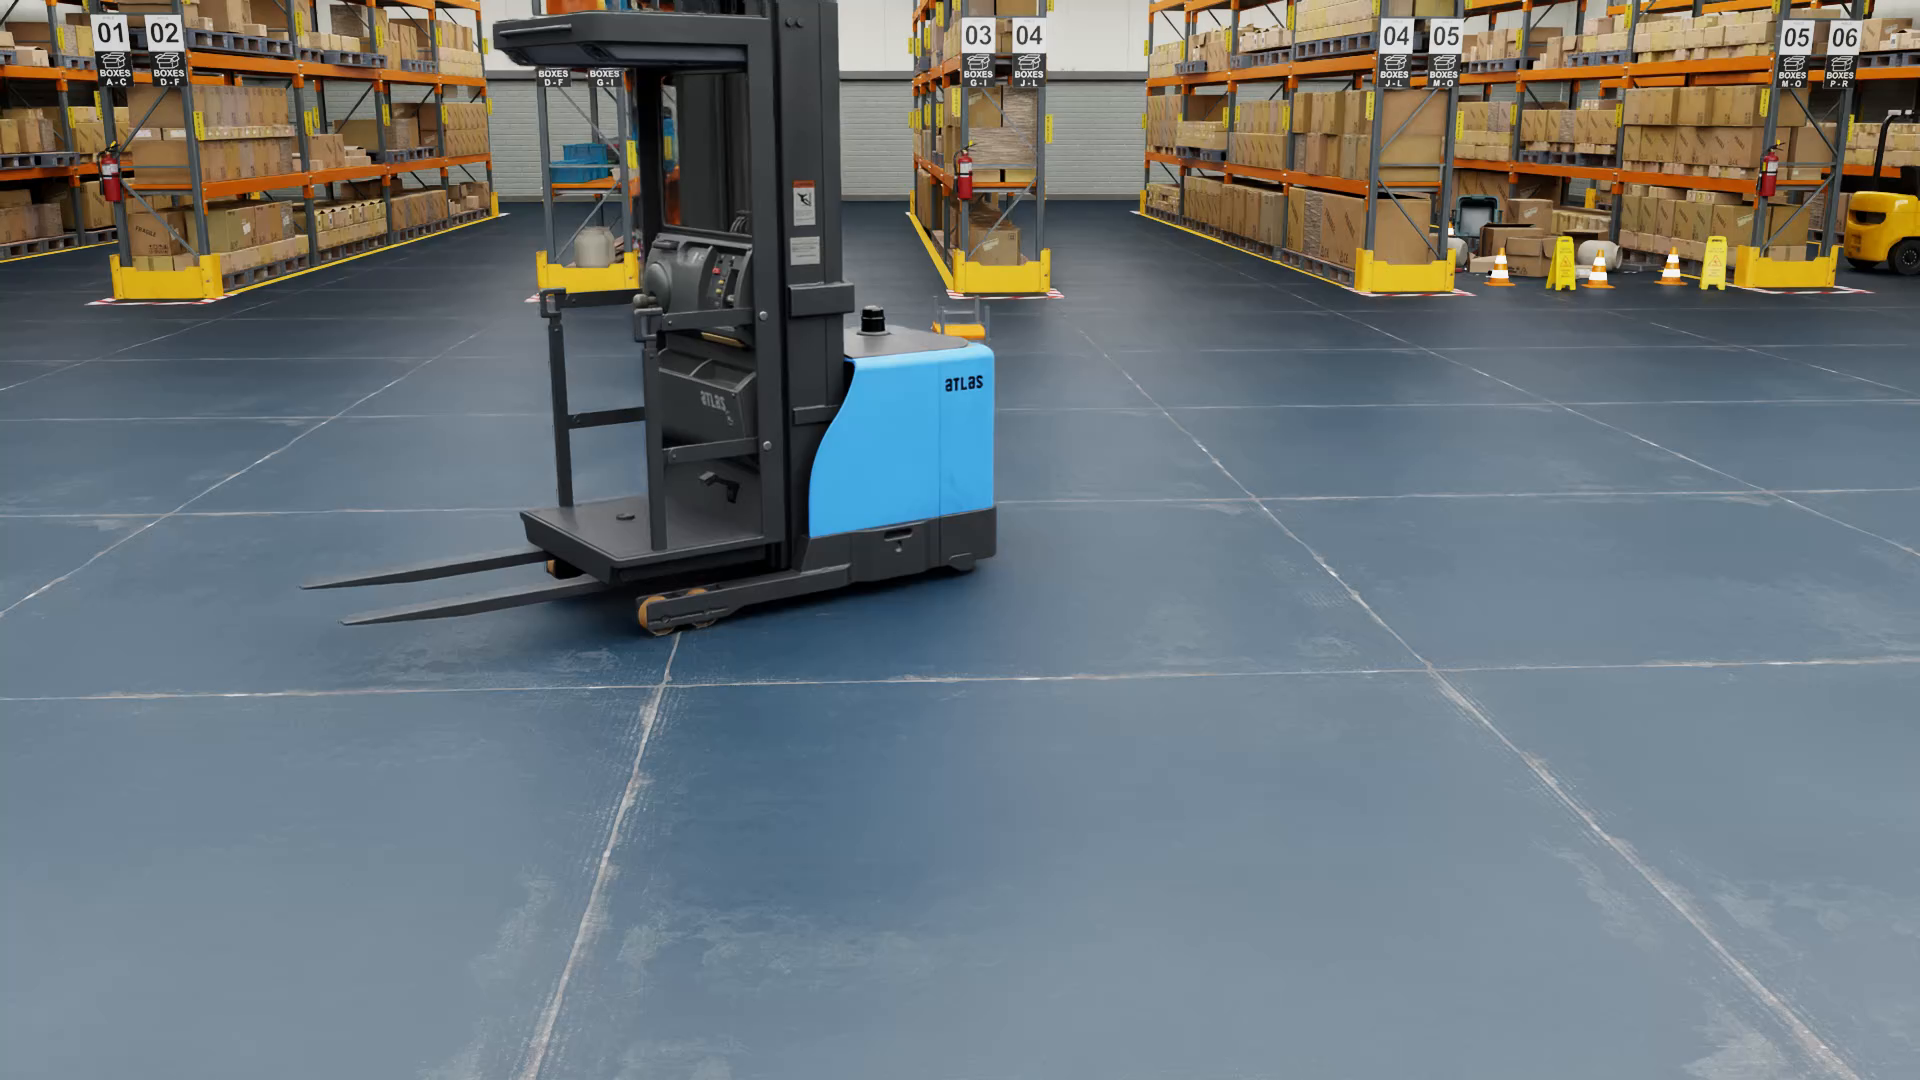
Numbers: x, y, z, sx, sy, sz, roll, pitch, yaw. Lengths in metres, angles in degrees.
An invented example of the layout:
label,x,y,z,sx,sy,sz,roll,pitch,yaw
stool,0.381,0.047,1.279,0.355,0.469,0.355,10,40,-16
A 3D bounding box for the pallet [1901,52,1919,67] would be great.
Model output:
label,x,y,z,sx,sy,sz,roll,pitch,yaw
pallet,15.042,-7.295,25.223,0.805,0.209,1.217,-1,15,-6

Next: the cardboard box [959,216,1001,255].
label,x,y,z,sx,sy,sz,roll,pitch,yaw
cardboard box,0.293,-4.235,23.142,0.500,0.500,0.500,4,15,14

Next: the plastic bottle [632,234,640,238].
label,x,y,z,sx,sy,sz,roll,pitch,yaw
plastic bottle,-4.485,-4.091,22.988,0.152,0.276,0.135,-1,14,-3

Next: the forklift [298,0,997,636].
label,x,y,z,sx,sy,sz,roll,pitch,yaw
forklift,-1.323,-1.168,7.183,3.031,2.935,1.130,-10,18,-34

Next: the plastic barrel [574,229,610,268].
label,x,y,z,sx,sy,sz,roll,pitch,yaw
plastic barrel,-4.548,-3.575,20.550,0.421,0.512,0.421,0,14,0

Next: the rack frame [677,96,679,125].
label,x,y,z,sx,sy,sz,roll,pitch,yaw
rack frame,-5.422,-8.393,35.127,1.000,3.000,0.127,-1,14,-3

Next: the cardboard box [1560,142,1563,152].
label,x,y,z,sx,sy,sz,roll,pitch,yaw
cardboard box,9.843,-6.294,26.631,0.380,0.149,0.250,0,14,-1

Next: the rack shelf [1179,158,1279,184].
label,x,y,z,sx,sy,sz,roll,pitch,yaw
rack shelf,4.850,-6.680,29.914,1.077,0.370,4.000,-1,14,-3

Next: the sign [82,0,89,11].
label,x,y,z,sx,sy,sz,roll,pitch,yaw
sign,-9.917,-6.176,18.874,0.100,0.325,0.005,-1,14,-3

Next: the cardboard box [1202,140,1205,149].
label,x,y,z,sx,sy,sz,roll,pitch,yaw
cardboard box,4.443,-6.916,29.049,0.380,0.149,0.250,-1,14,-4

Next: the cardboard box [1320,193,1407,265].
label,x,y,z,sx,sy,sz,roll,pitch,yaw
cardboard box,5.305,-4.102,21.872,0.875,0.875,0.875,-1,14,-4

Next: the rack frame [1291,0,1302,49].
label,x,y,z,sx,sy,sz,roll,pitch,yaw
rack frame,5.222,-8.442,23.277,1.000,3.000,0.127,-1,14,-3

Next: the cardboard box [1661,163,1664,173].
label,x,y,z,sx,sy,sz,roll,pitch,yaw
cardboard box,9.998,-5.178,23.134,0.380,0.149,0.250,-1,14,-4

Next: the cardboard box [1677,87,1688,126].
label,x,y,z,sx,sy,sz,roll,pitch,yaw
cardboard box,10.104,-5.821,22.326,0.700,0.500,0.500,-1,14,-4

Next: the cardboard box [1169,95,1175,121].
label,x,y,z,sx,sy,sz,roll,pitch,yaw
cardboard box,4.390,-8.444,32.521,0.500,0.500,0.500,-1,14,-5

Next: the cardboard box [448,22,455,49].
label,x,y,z,sx,sy,sz,roll,pitch,yaw
cardboard box,-10.113,-9.679,31.898,0.700,0.500,0.500,-1,14,-3

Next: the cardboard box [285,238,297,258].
label,x,y,z,sx,sy,sz,roll,pitch,yaw
cardboard box,-9.354,-3.968,22.605,0.500,0.250,0.500,-1,14,-3

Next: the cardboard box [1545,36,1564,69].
label,x,y,z,sx,sy,sz,roll,pitch,yaw
cardboard box,9.957,-7.898,26.983,0.700,0.500,0.500,-1,14,-3

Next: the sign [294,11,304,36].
label,x,y,z,sx,sy,sz,roll,pitch,yaw
sign,-9.069,-7.083,22.821,0.100,0.325,0.005,-1,14,-3

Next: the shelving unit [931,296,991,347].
label,x,y,z,sx,sy,sz,roll,pitch,yaw
shelving unit,0.001,-0.626,8.550,0.258,1.200,0.503,-1,14,-5

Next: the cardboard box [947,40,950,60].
label,x,y,z,sx,sy,sz,roll,pitch,yaw
cardboard box,0.095,-6.494,22.027,0.500,0.250,0.500,-1,15,-6

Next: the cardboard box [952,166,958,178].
label,x,y,z,sx,sy,sz,roll,pitch,yaw
cardboard box,0.091,-4.808,21.696,0.380,0.149,0.250,-1,14,-3

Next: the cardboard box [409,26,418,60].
label,x,y,z,sx,sy,sz,roll,pitch,yaw
cardboard box,-10.160,-8.949,30.024,0.600,0.600,0.600,-2,15,-9

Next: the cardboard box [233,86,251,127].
label,x,y,z,sx,sy,sz,roll,pitch,yaw
cardboard box,-9.495,-5.525,21.176,0.700,0.500,0.500,-1,14,-3

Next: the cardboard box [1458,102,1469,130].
label,x,y,z,sx,sy,sz,roll,pitch,yaw
cardboard box,9.489,-7.796,30.597,0.500,0.500,0.500,-1,14,-5

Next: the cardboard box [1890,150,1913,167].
label,x,y,z,sx,sy,sz,roll,pitch,yaw
cardboard box,14.781,-5.889,25.696,0.500,0.250,0.500,-1,14,-4

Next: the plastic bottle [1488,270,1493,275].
label,x,y,z,sx,sy,sz,roll,pitch,yaw
plastic bottle,7.214,-3.603,22.409,0.133,0.061,0.283,-6,16,-23

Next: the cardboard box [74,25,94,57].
label,x,y,z,sx,sy,sz,roll,pitch,yaw
cardboard box,-15.008,-8.353,27.868,0.700,0.500,0.500,0,14,-1

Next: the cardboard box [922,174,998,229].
label,x,y,z,sx,sy,sz,roll,pitch,yaw
cardboard box,-0.005,-5.826,28.572,1.225,0.875,0.875,-2,15,-6

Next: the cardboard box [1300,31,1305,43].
label,x,y,z,sx,sy,sz,roll,pitch,yaw
cardboard box,4.923,-6.959,22.995,0.380,0.149,0.250,-1,14,-3

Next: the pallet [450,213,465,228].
label,x,y,z,sx,sy,sz,roll,pitch,yaw
pallet,-10.160,-6.143,31.978,1.003,0.211,1.213,-1,14,-3

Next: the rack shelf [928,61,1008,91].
label,x,y,z,sx,sy,sz,roll,pitch,yaw
rack shelf,0.141,-7.087,25.474,1.077,0.370,4.000,-1,14,-3

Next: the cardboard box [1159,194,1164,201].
label,x,y,z,sx,sy,sz,roll,pitch,yaw
cardboard box,4.338,-7.095,34.363,0.380,0.149,0.250,-2,15,-6

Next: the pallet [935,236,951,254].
label,x,y,z,sx,sy,sz,roll,pitch,yaw
pallet,0.137,-4.632,26.107,1.003,0.211,1.213,-1,14,-3

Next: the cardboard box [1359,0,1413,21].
label,x,y,z,sx,sy,sz,roll,pitch,yaw
cardboard box,5.160,-6.435,20.158,0.500,0.250,0.500,-1,14,-3

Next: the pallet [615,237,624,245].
label,x,y,z,sx,sy,sz,roll,pitch,yaw
pallet,-4.844,-4.557,25.814,1.003,0.211,1.213,-1,14,-3

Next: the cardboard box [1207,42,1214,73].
label,x,y,z,sx,sy,sz,roll,pitch,yaw
cardboard box,4.614,-8.419,29.008,0.500,0.500,0.500,-1,14,-3

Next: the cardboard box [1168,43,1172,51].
label,x,y,z,sx,sy,sz,roll,pitch,yaw
cardboard box,4.328,-9.736,32.825,0.380,0.149,0.250,-1,14,-4

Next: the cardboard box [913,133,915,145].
label,x,y,z,sx,sy,sz,roll,pitch,yaw
cardboard box,-0.718,-8.417,34.925,0.500,0.250,0.500,-1,14,-5

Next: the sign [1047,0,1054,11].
label,x,y,z,sx,sy,sz,roll,pitch,yaw
sign,1.054,-6.375,19.508,0.100,0.325,0.005,-1,14,-3

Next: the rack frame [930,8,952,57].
label,x,y,z,sx,sy,sz,roll,pitch,yaw
rack frame,0.017,-9.385,26.943,1.000,3.000,0.127,-1,14,-3

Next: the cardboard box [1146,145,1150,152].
label,x,y,z,sx,sy,sz,roll,pitch,yaw
cardboard box,4.171,-8.314,35.322,0.380,0.149,0.250,-1,14,-4

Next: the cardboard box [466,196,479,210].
label,x,y,z,sx,sy,sz,roll,pitch,yaw
cardboard box,-10.057,-6.831,33.690,0.500,0.250,0.500,-1,14,-3

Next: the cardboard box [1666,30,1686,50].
label,x,y,z,sx,sy,sz,roll,pitch,yaw
cardboard box,9.969,-6.796,22.602,0.500,0.250,0.500,-1,14,-3

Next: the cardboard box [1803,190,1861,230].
label,x,y,z,sx,sy,sz,roll,pitch,yaw
cardboard box,14.887,-5.608,28.227,0.875,0.625,0.625,0,14,-2

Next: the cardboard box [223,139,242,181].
label,x,y,z,sx,sy,sz,roll,pitch,yaw
cardboard box,-9.453,-4.757,20.795,0.700,0.500,0.500,-1,14,-3

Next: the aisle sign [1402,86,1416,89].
label,x,y,z,sx,sy,sz,roll,pitch,yaw
aisle sign,9.718,-9.904,35.783,0.394,0.787,0.004,-1,14,-3

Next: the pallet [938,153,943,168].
label,x,y,z,sx,sy,sz,roll,pitch,yaw
pallet,0.181,-5.895,25.804,1.003,0.211,1.213,-1,14,-3

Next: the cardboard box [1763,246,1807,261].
label,x,y,z,sx,sy,sz,roll,pitch,yaw
cardboard box,10.630,-3.720,21.639,0.500,0.250,0.500,-1,14,-4

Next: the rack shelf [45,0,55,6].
label,x,y,z,sx,sy,sz,roll,pitch,yaw
rack shelf,-14.690,-8.116,24.258,1.077,0.370,4.000,-1,14,-3

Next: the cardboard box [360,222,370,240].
label,x,y,z,sx,sy,sz,roll,pitch,yaw
cardboard box,-9.531,-4.819,25.912,0.500,0.250,0.500,-1,14,-2

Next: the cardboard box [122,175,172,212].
label,x,y,z,sx,sy,sz,roll,pitch,yaw
cardboard box,-14.892,-6.248,30.261,0.750,0.750,0.750,-1,14,-3

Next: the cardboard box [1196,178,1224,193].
label,x,y,z,sx,sy,sz,roll,pitch,yaw
cardboard box,4.571,-6.435,30.185,0.500,0.250,0.500,0,14,-1

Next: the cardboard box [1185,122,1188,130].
label,x,y,z,sx,sy,sz,roll,pitch,yaw
cardboard box,4.341,-7.596,30.495,0.380,0.149,0.250,-1,14,-4
